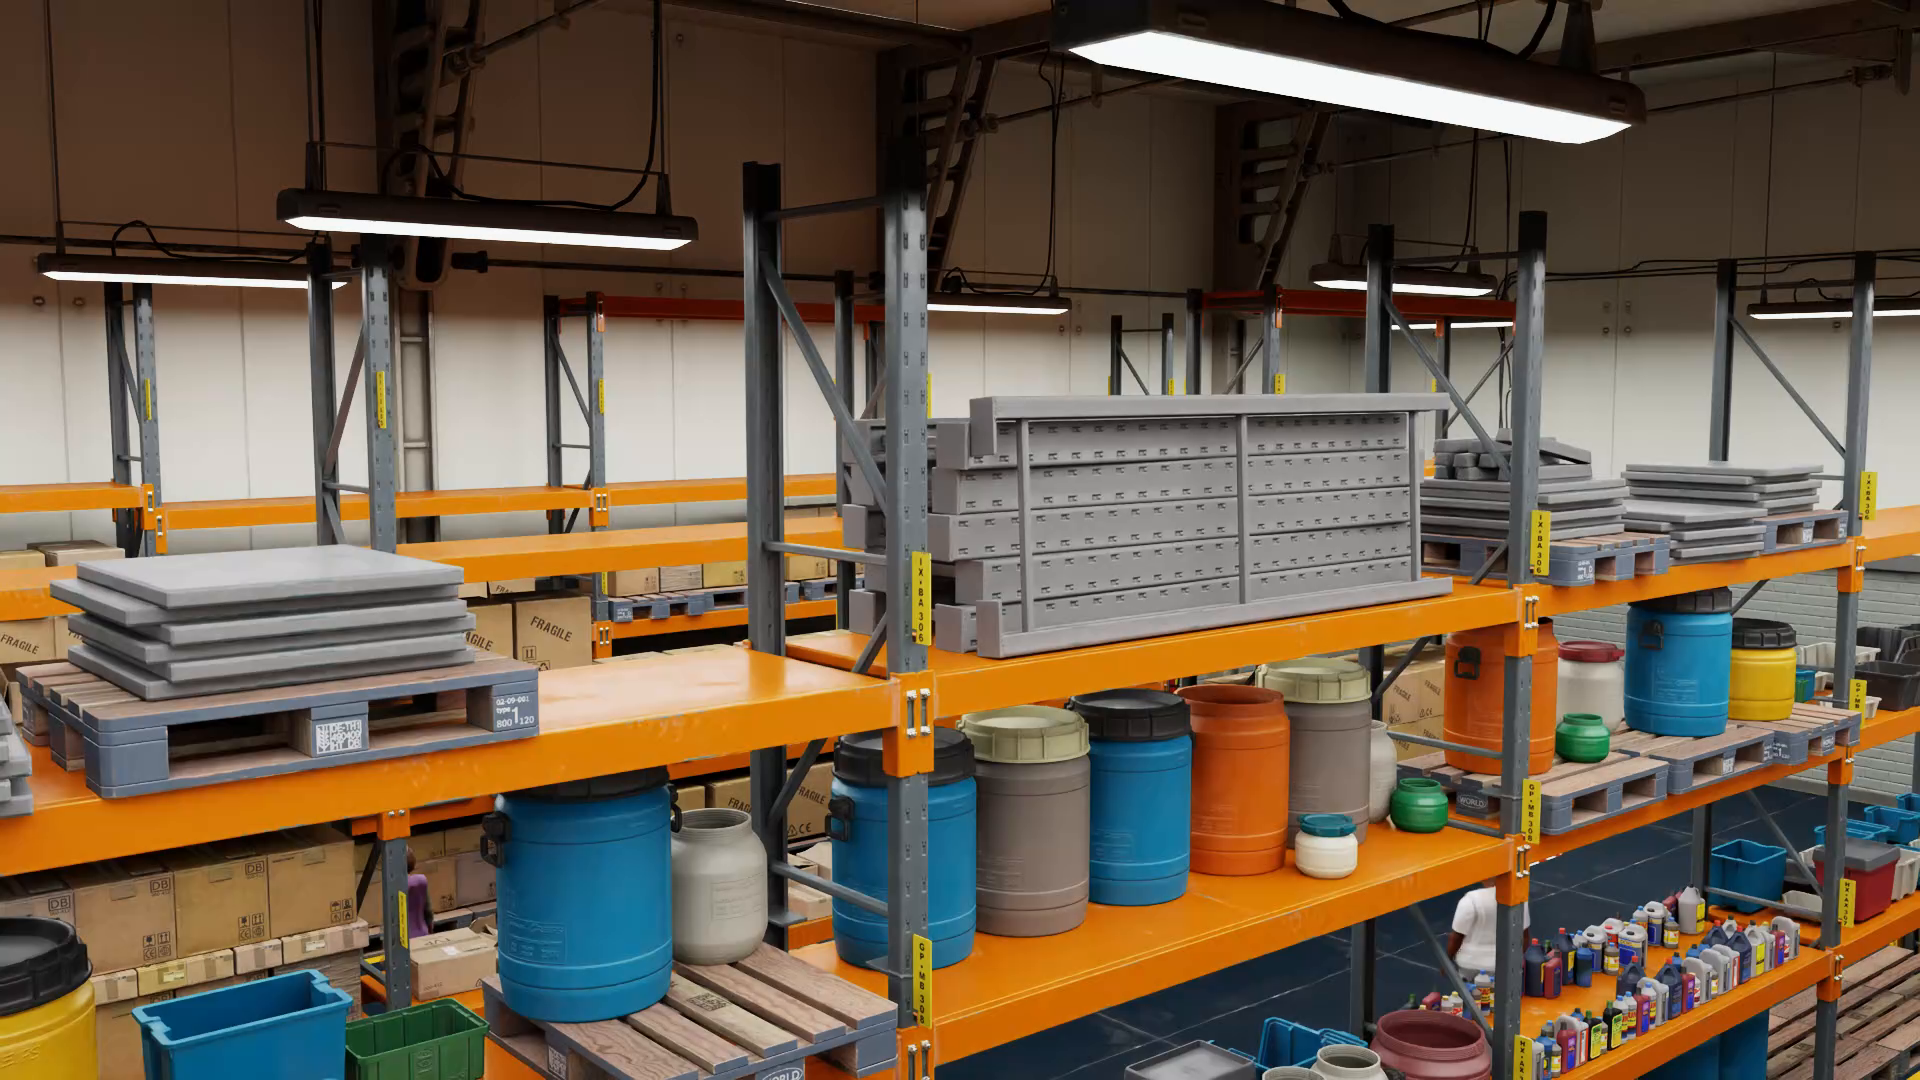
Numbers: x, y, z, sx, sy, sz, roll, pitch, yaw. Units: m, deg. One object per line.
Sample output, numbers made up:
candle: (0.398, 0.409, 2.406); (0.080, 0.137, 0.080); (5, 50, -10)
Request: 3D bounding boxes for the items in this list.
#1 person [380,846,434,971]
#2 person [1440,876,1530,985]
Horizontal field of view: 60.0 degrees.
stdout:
person: (-4.263, 3.135, 12.800); (0.367, 1.602, 0.463); (5, 7, 40)
person: (3.832, 3.134, 12.157); (0.622, 1.818, 0.500); (1, 6, 14)
